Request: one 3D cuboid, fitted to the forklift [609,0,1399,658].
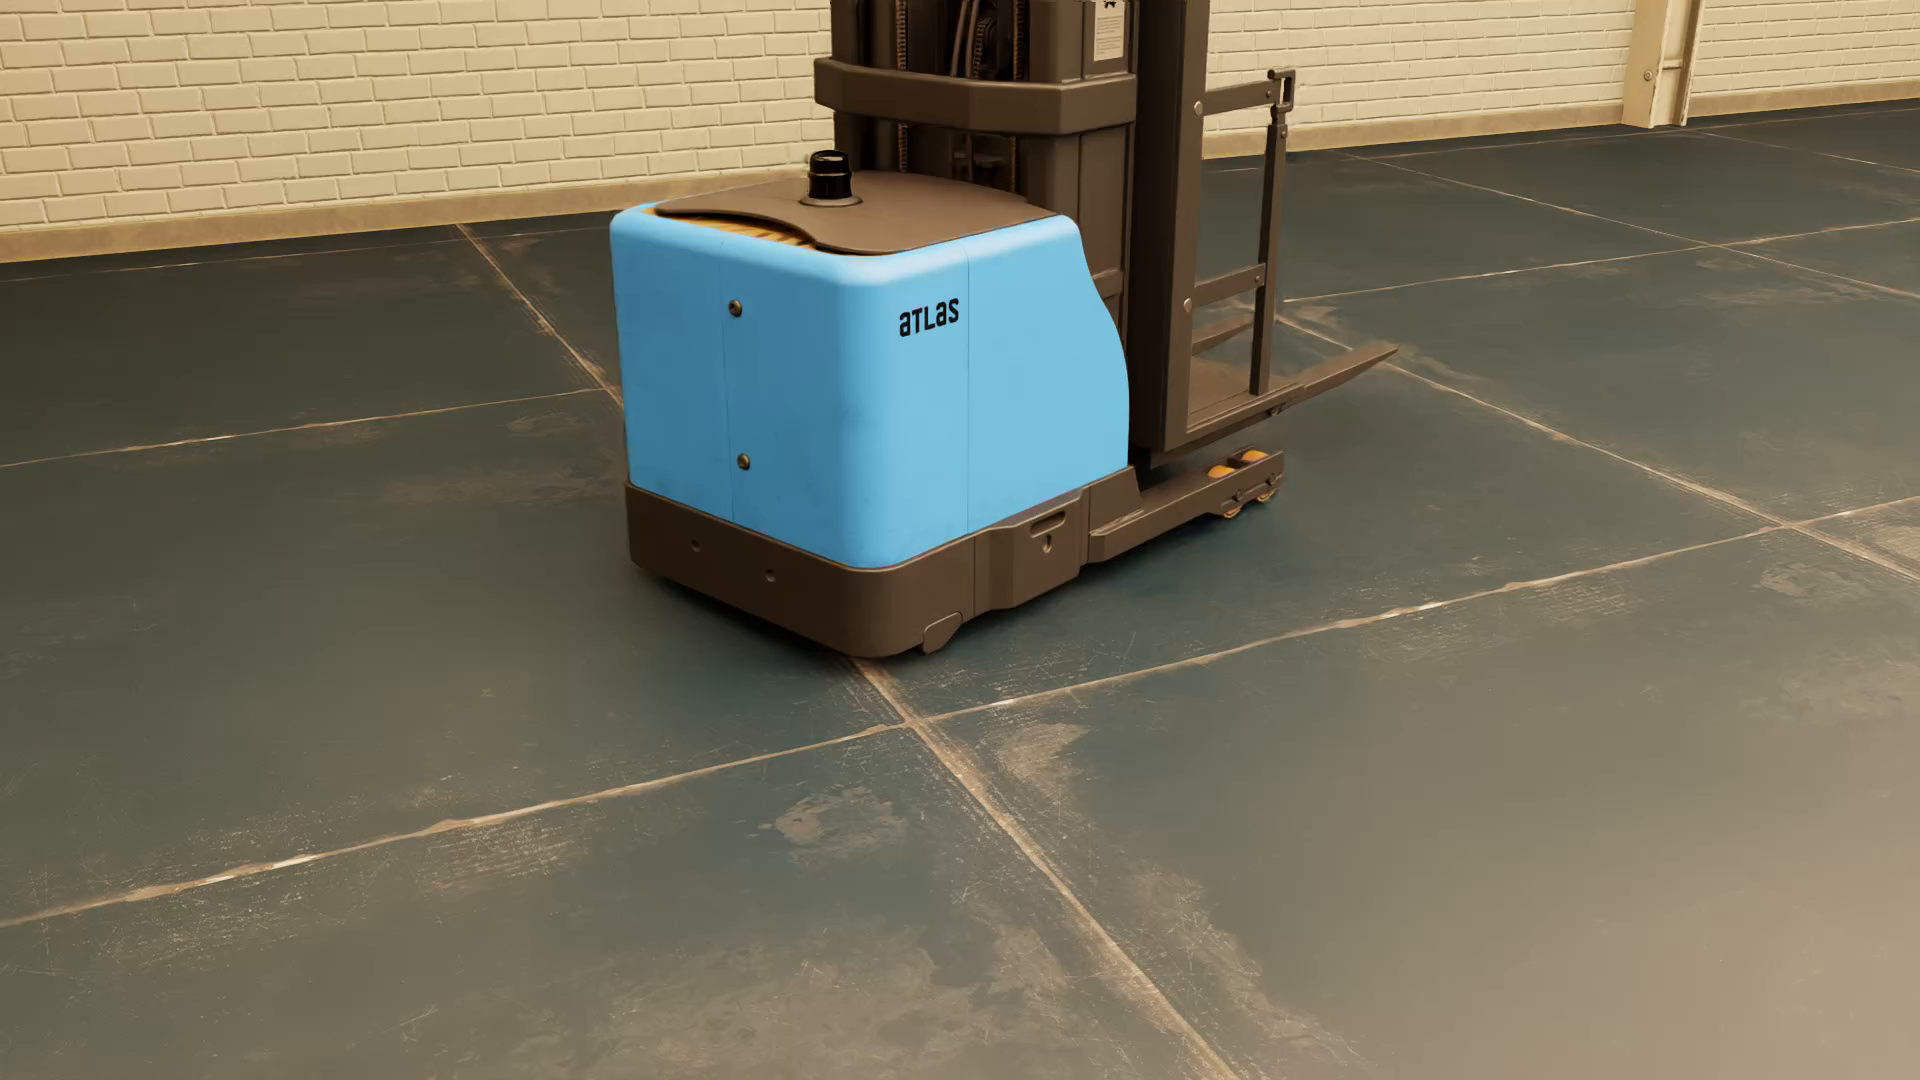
[{"bbox_3d":[0.405,-1.538,4.989,1.130,2.935,3.031,19,29,38],"label":"forklift"}]
